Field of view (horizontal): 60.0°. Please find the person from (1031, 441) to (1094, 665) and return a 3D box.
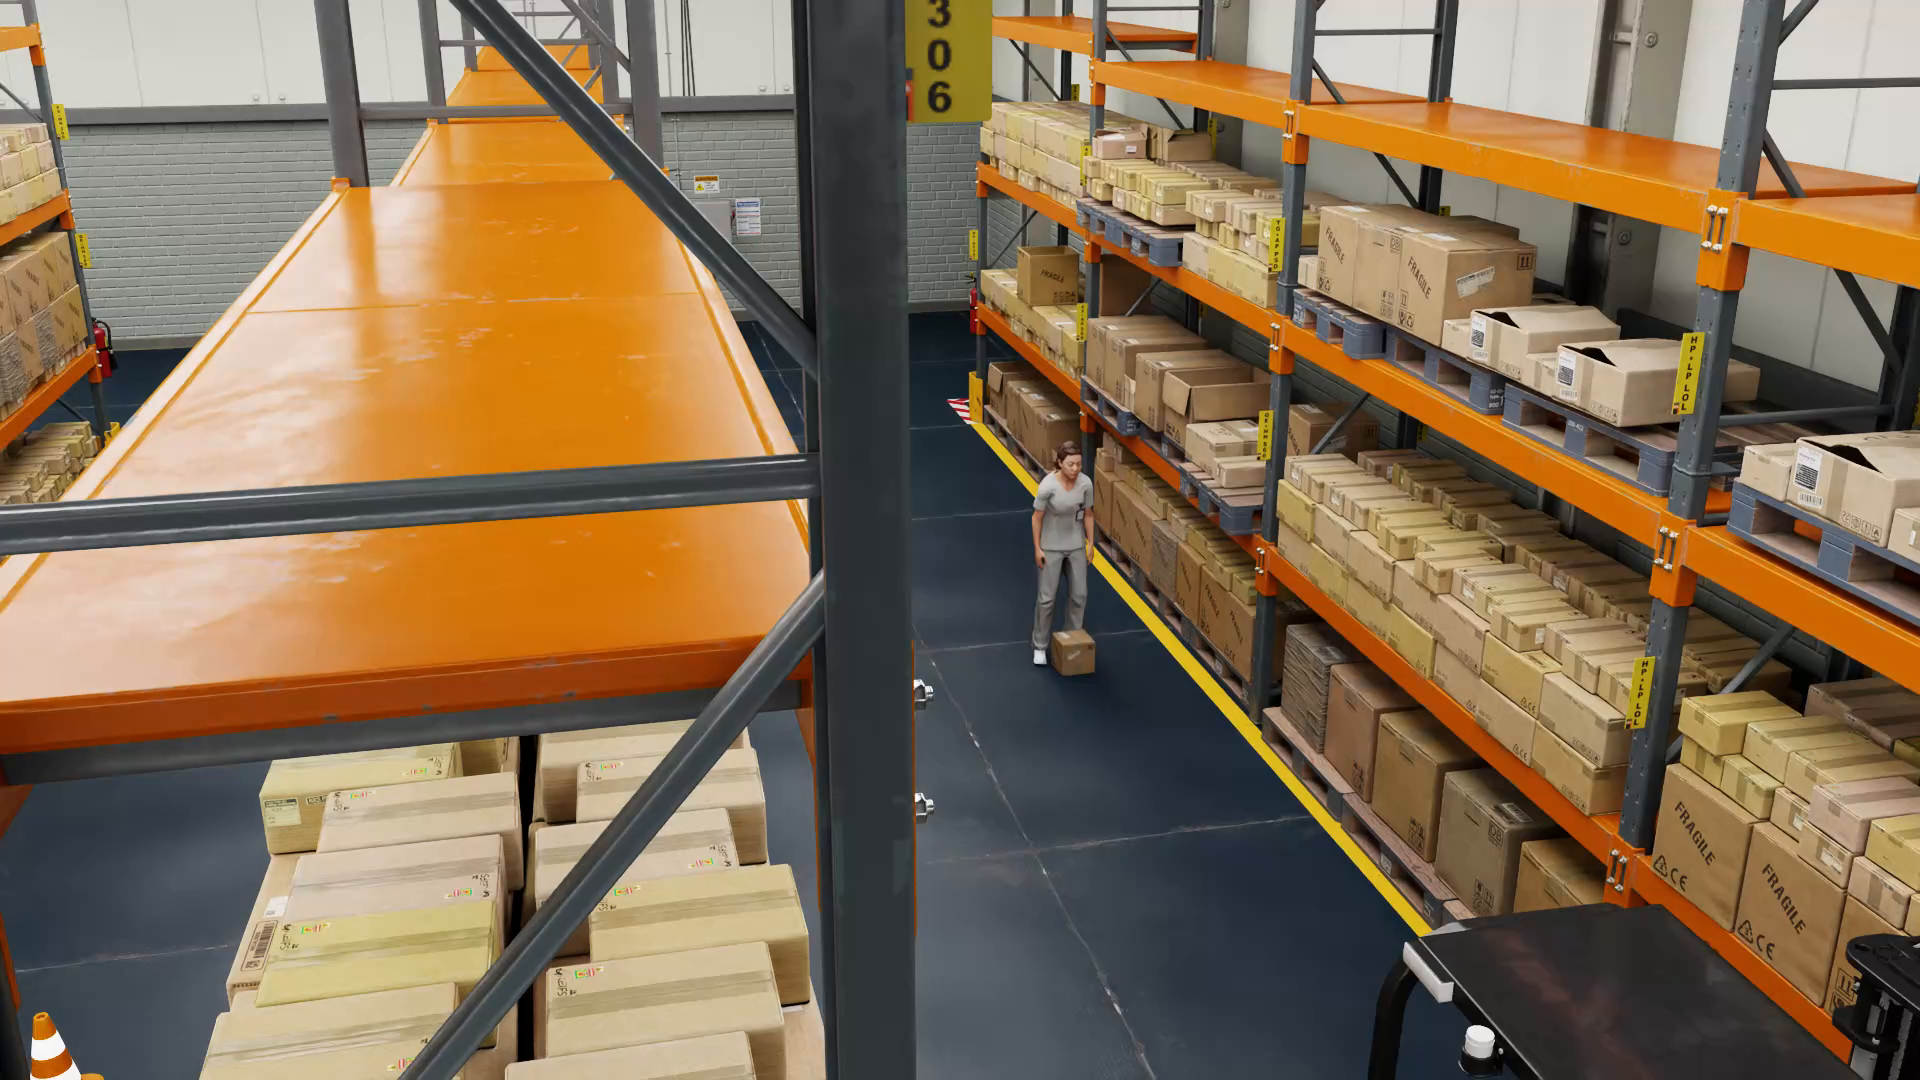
[{"bbox_3d":[0.756,0.074,12.147,0.489,1.673,0.361,-6,20,-15],"label":"person"}]
